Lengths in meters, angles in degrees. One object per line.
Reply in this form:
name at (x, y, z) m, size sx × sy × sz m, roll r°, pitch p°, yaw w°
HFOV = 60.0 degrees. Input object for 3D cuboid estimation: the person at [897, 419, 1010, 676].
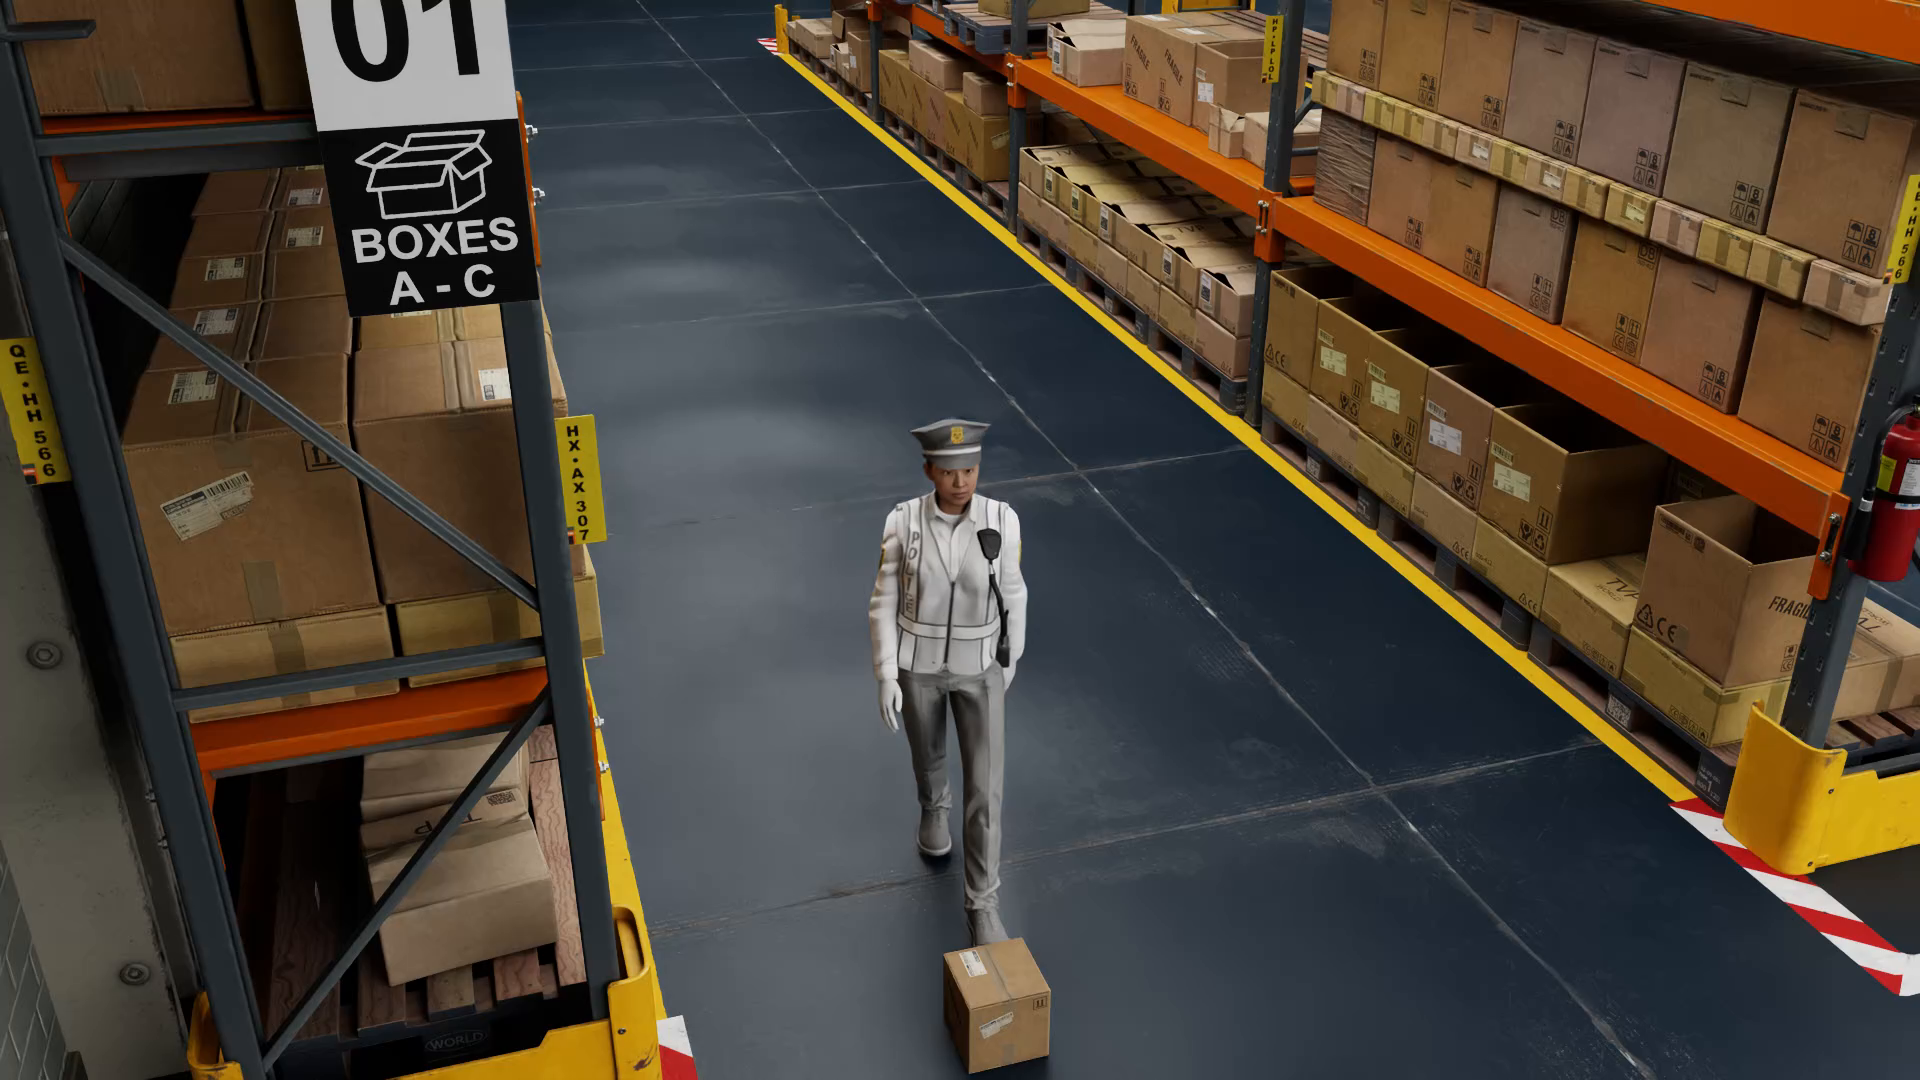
person at (-0.021, 0.007, 5.135) m, size 0.362 × 0.831 × 0.349 m, roll 1°, pitch 27°, yaw 2°
